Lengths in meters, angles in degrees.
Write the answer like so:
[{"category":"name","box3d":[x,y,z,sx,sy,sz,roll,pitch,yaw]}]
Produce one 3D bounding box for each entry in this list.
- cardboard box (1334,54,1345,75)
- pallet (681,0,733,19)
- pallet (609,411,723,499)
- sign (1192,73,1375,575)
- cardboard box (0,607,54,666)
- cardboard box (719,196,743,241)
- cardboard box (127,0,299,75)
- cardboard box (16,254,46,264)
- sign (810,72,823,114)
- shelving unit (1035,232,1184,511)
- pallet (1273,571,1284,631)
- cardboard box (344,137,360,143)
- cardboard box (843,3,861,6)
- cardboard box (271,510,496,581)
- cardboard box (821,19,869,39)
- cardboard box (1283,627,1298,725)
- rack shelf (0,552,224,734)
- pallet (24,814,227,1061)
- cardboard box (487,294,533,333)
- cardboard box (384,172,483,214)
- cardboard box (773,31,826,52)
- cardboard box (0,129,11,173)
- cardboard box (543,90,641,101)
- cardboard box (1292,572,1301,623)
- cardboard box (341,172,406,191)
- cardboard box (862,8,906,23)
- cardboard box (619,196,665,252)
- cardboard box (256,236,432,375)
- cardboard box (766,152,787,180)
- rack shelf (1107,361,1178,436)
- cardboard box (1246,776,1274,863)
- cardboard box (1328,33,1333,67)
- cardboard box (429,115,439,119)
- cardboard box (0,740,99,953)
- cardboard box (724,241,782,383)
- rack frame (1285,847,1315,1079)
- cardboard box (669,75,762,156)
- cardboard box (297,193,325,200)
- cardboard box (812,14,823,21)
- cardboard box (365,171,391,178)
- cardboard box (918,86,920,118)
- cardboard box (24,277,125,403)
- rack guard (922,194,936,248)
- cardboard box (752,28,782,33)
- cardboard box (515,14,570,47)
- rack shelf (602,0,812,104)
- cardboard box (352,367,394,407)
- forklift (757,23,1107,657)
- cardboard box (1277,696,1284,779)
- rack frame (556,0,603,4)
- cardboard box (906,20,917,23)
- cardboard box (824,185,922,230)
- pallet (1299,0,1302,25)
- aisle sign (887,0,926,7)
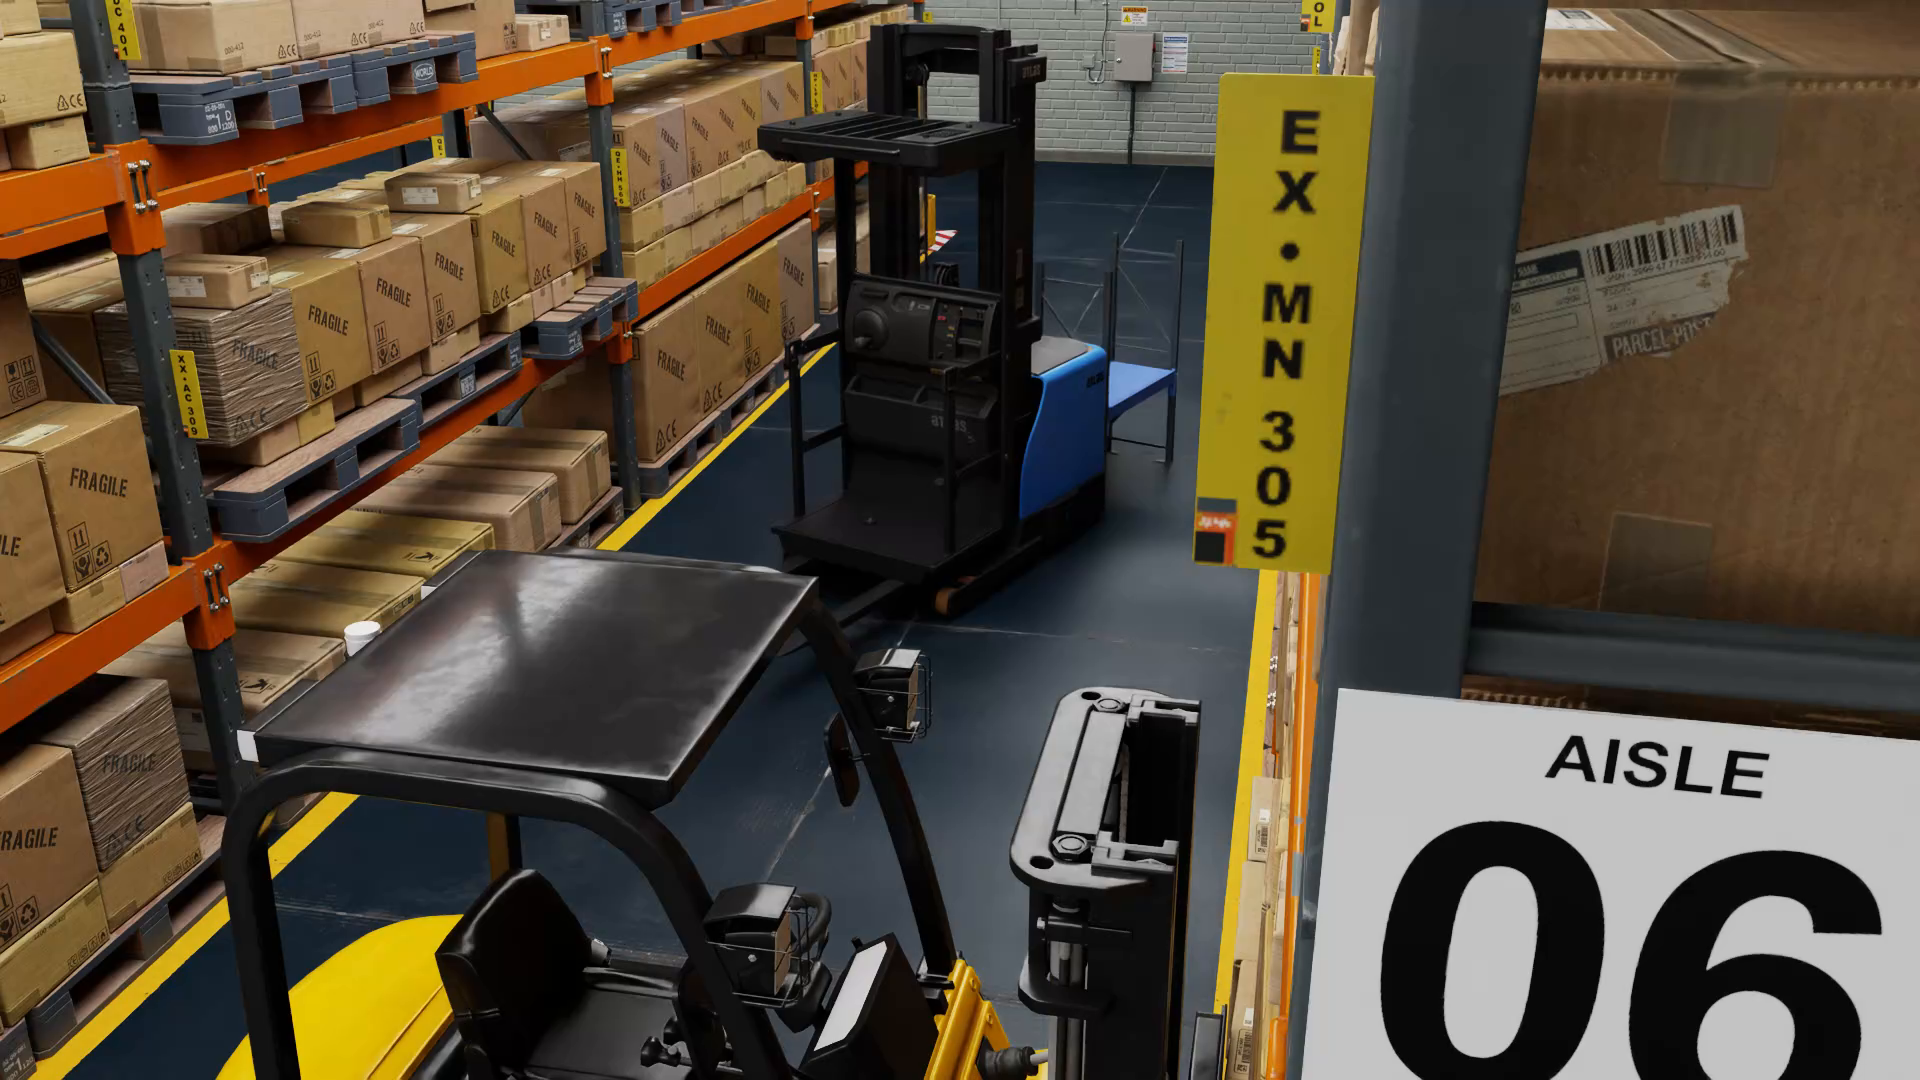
[{"category":"cardboard box","box3d":[0.953,-0.833,3.376,0.396,0.266,0.258,4,22,10]},{"category":"pallet","box3d":[-2.186,-3.575,10.953,1.003,0.211,1.213,6,23,13]},{"category":"pallet","box3d":[-2.256,-0.612,11.090,1.003,0.211,1.213,4,22,11]},{"category":"sign","box3d":[0.208,-0.132,1.071,0.100,0.325,0.005,4,22,11]},{"category":"cardboard box","box3d":[-3.248,0.279,5.482,0.380,0.149,0.250,5,22,11]},{"category":"cardboard box","box3d":[-1.847,-2.274,11.686,0.500,0.250,0.500,4,22,11]},{"category":"cardboard box","box3d":[-2.795,-1.859,6.079,0.500,0.250,0.500,4,22,9]},{"category":"cardboard box","box3d":[-7.263,-1.986,12.551,0.500,0.250,0.500,5,22,12]},{"category":"sign","box3d":[-1.142,-3.548,13.204,0.100,0.325,0.005,4,22,11]},{"category":"shelving unit","box3d":[0.940,-1.093,10.560,0.538,1.500,1.048,13,25,29]},{"category":"pallet","box3d":[2.163,0.346,8.712,1.003,0.211,1.213,4,22,11]},{"category":"cardboard box","box3d":[-5.942,-3.873,15.792,0.380,0.149,0.250,5,23,13]},{"category":"cardboard box","box3d":[-1.202,-5.251,16.535,0.380,0.149,0.250,5,22,12]},{"category":"cardboard box","box3d":[-2.919,0.155,8.409,0.950,0.372,0.625,5,23,13]},{"category":"cardboard box","box3d":[-1.027,-4.548,14.790,0.380,0.149,0.250,5,22,11]},{"category":"cardboard box","box3d":[0.975,0.339,3.994,0.380,0.149,0.250,4,22,10]},{"category":"rack shelf","box3d":[-3.715,0.906,4.553,1.077,0.370,4.000,4,22,11]},{"category":"pallet","box3d":[-3.410,1.382,6.139,1.003,0.211,1.213,4,22,11]},{"category":"cardboard box","box3d":[-2.421,-1.171,8.519,0.380,0.149,0.250,5,22,12]},{"category":"cardboard box","box3d":[-2.549,-1.683,8.054,0.380,0.149,0.250,3,22,8]},{"category":"cardboard box","box3d":[-1.320,-4.087,13.646,0.380,0.149,0.250,5,22,12]},{"category":"cardboard box","box3d":[-3.211,-1.210,5.164,0.380,0.149,0.250,5,22,12]},{"category":"cardboard box","box3d":[-2.437,-2.711,11.098,0.500,0.500,0.500,4,22,11]},{"category":"cardboard box","box3d":[1.036,0.109,4.168,0.380,0.149,0.250,5,22,12]},{"category":"cardboard box","box3d":[-2.909,-1.664,8.875,0.500,0.500,0.500,6,23,14]},{"category":"cardboard box","box3d":[-0.734,-5.017,15.956,0.380,0.149,0.250,4,22,10]},{"category":"cardboard box","box3d":[-2.146,-1.951,10.215,0.500,0.250,0.500,4,22,11]},{"category":"cardboard box","box3d":[-2.715,-1.051,7.355,0.500,0.500,0.500,4,22,11]},{"category":"cardboard box","box3d":[-1.621,-2.885,12.532,0.500,0.250,0.500,5,22,12]},{"category":"rack shelf","box3d":[0.940,-0.926,10.628,0.538,0.185,1.000,13,25,29]},{"category":"cardboard box","box3d":[1.147,0.987,5.167,0.500,0.250,0.500,4,22,10]},{"category":"cardboard box","box3d":[1.462,-1.657,5.361,0.500,0.311,0.500,4,22,9]},{"category":"cardboard box","box3d":[-5.639,-4.450,17.225,0.380,0.149,0.250,4,22,10]},{"category":"cardboard box","box3d":[-3.267,0.996,5.480,0.500,0.500,0.500,5,22,12]},{"category":"cardboard box","box3d":[-1.900,-1.731,12.418,0.875,0.875,0.875,5,22,12]},{"category":"rack frame","box3d":[0.737,1.680,1.666,1.000,3.000,0.127,4,22,11]},{"category":"cardboard box","box3d":[-1.741,-3.039,11.913,0.500,0.500,0.500,5,23,13]},{"category":"cardboard box","box3d":[-6.414,-3.388,16.710,0.380,0.149,0.250,5,22,12]},{"category":"cardboard box","box3d":[-1.481,-4.777,15.360,0.380,0.149,0.250,5,22,11]},{"category":"cardboard box","box3d":[-6.165,-3.871,17.908,0.380,0.149,0.250,3,22,8]},{"category":"cardboard box","box3d":[-0.698,-4.398,16.625,0.500,0.500,0.500,5,22,11]},{"category":"cardboard box","box3d":[-3.438,-0.725,6.545,0.500,0.500,0.500,4,22,10]},{"category":"rack guard","box3d":[-0.854,-3.398,17.620,1.175,0.500,0.348,4,22,11]},{"category":"cardboard box","box3d":[-1.703,-4.212,13.956,0.380,0.149,0.250,4,22,11]},{"category":"cardboard box","box3d":[-2.350,-2.766,9.028,0.380,0.149,0.250,4,22,11]},{"category":"rack shelf","box3d":[-2.083,-3.412,11.257,1.077,0.370,4.000,4,22,11]},{"category":"cardboard box","box3d":[-2.749,-0.707,7.368,0.380,0.149,0.250,5,22,12]},{"category":"forklift","box3d":[-0.330,-1.145,8.772,1.130,2.935,3.031,13,26,30]},{"category":"cardboard box","box3d":[1.117,0.505,4.450,0.500,0.500,0.500,5,22,12]},{"category":"rack frame","box3d":[-2.491,-4.405,8.746,1.000,3.000,0.127,4,22,11]},{"category":"cardboard box","box3d":[-0.724,-4.864,16.443,0.500,0.500,0.500,5,23,13]},{"category":"cardboard box","box3d":[-0.895,-3.306,16.914,0.875,0.438,0.875,4,22,9]},{"category":"pallet","box3d":[2.775,-3.400,10.517,1.213,0.211,1.003,4,22,11]},{"category":"aisle sign","box3d":[-0.540,-5.757,16.653,0.394,0.787,0.004,4,22,11]}]
